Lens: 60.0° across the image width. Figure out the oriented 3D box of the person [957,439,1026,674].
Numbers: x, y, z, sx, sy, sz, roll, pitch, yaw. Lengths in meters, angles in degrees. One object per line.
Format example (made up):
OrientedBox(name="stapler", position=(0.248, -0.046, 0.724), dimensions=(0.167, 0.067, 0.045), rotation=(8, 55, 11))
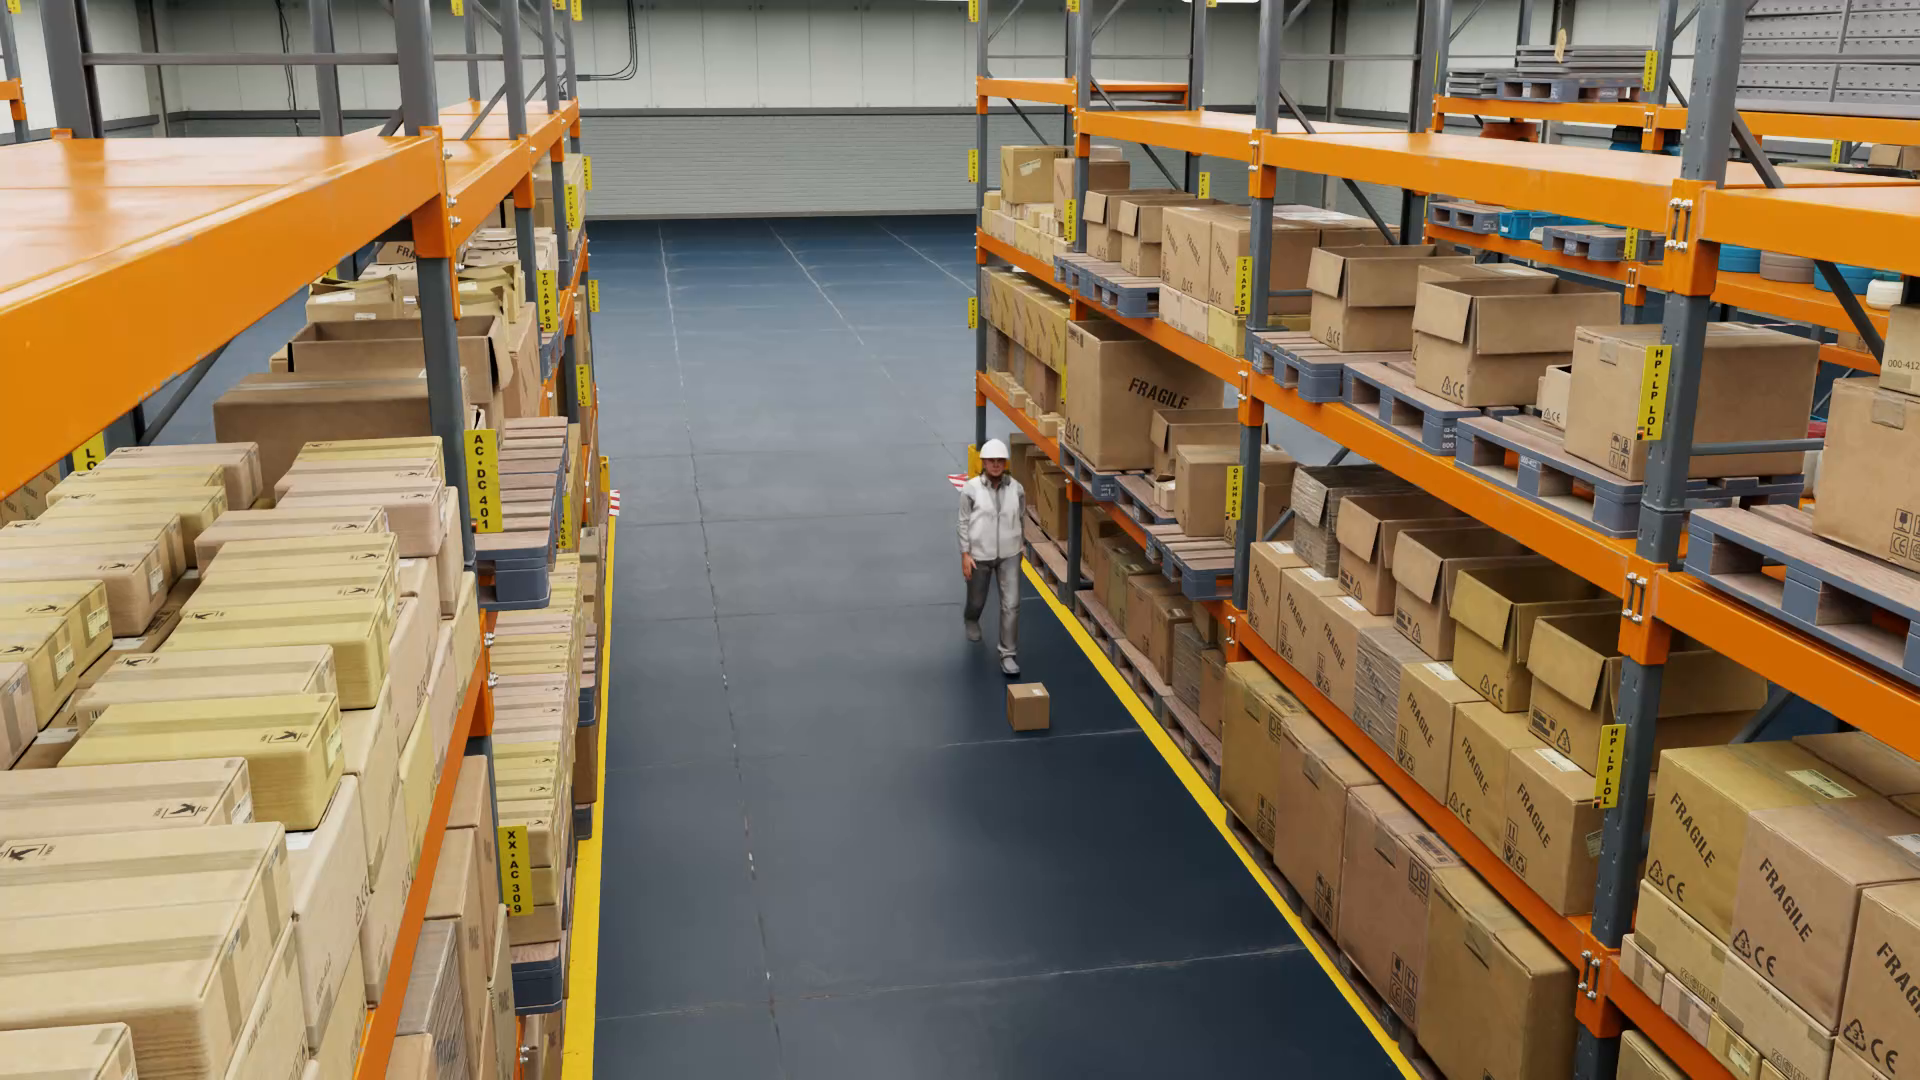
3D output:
OrientedBox(name="person", position=(0.236, 0.080, 12.713), dimensions=(0.548, 1.743, 0.961), rotation=(-3, 16, -9))
